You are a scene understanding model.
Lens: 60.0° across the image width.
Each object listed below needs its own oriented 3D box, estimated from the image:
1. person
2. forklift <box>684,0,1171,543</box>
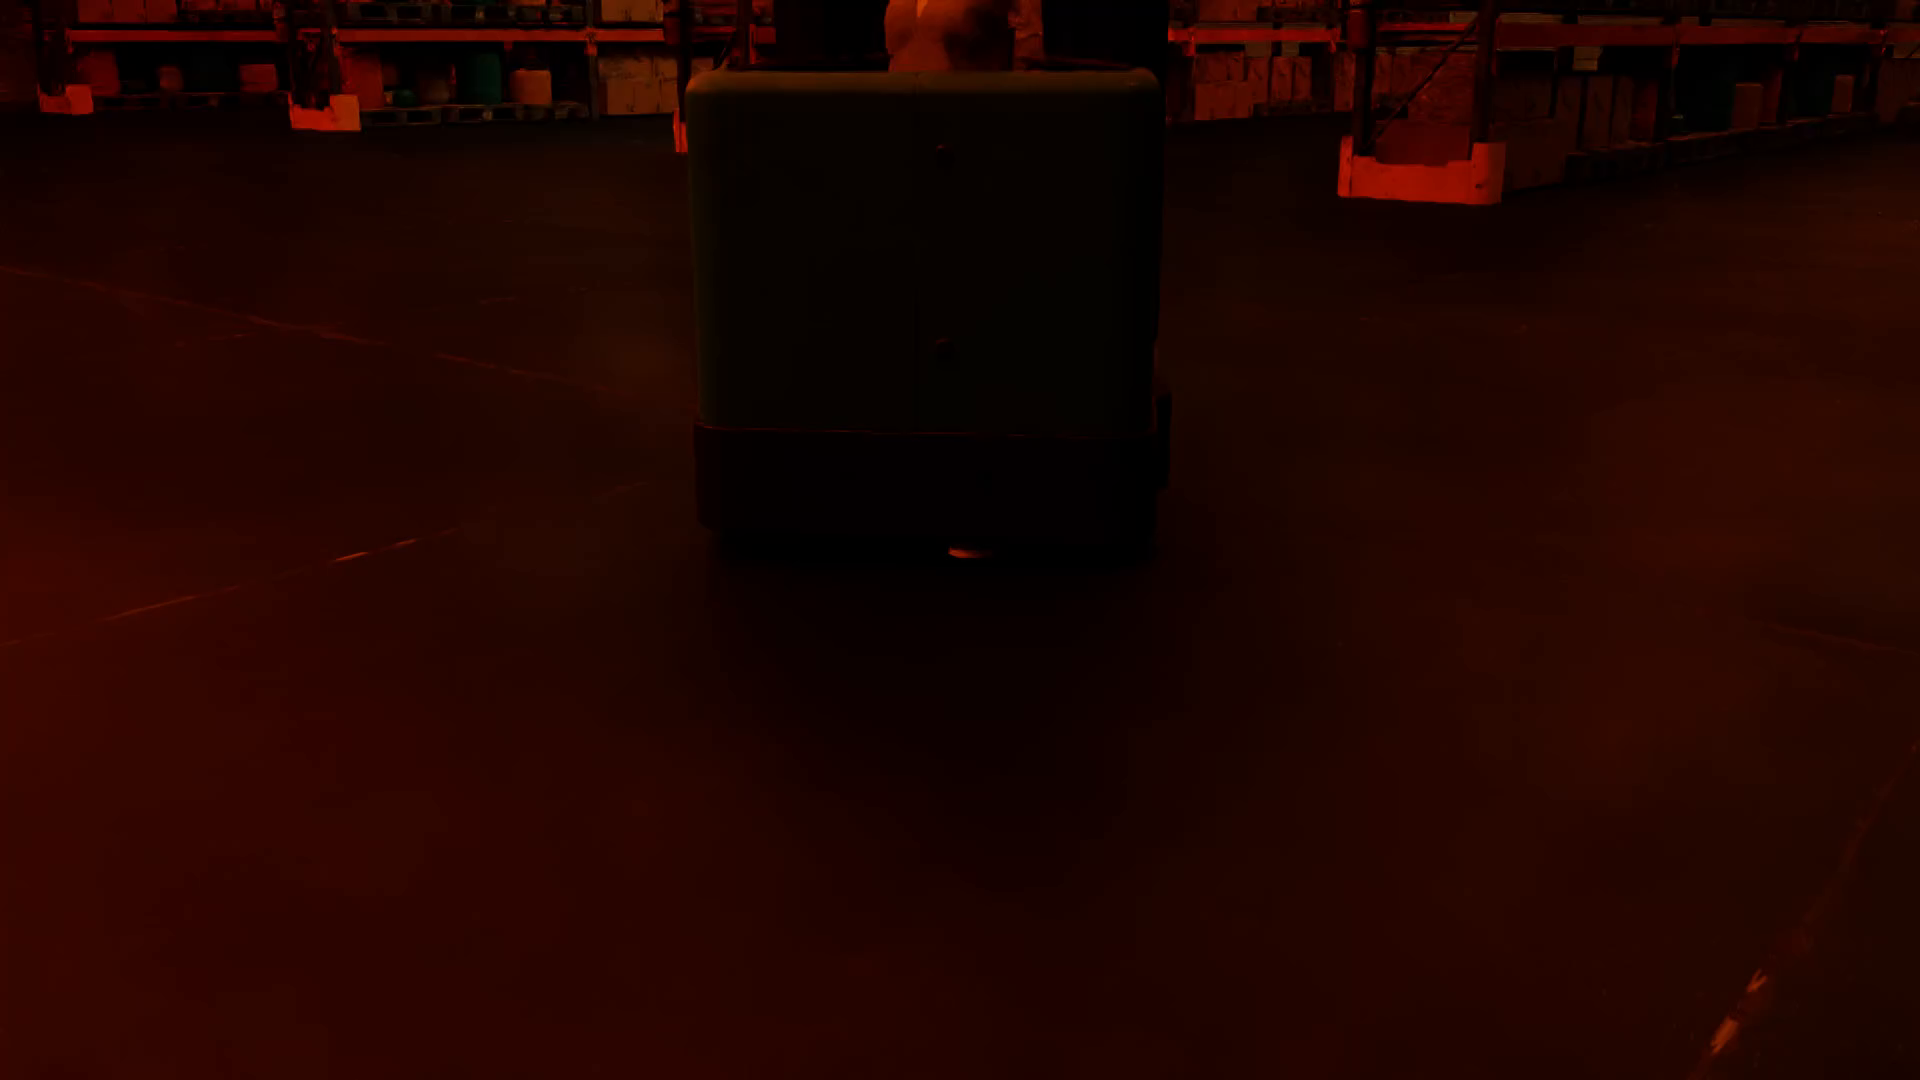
[{"bbox_3d":[-0.035,-0.752,3.670,0.407,1.601,0.401,13,21,37],"label":"person"},{"bbox_3d":[0.055,-1.777,4.750,1.130,2.935,3.031,2,17,5],"label":"forklift"}]
